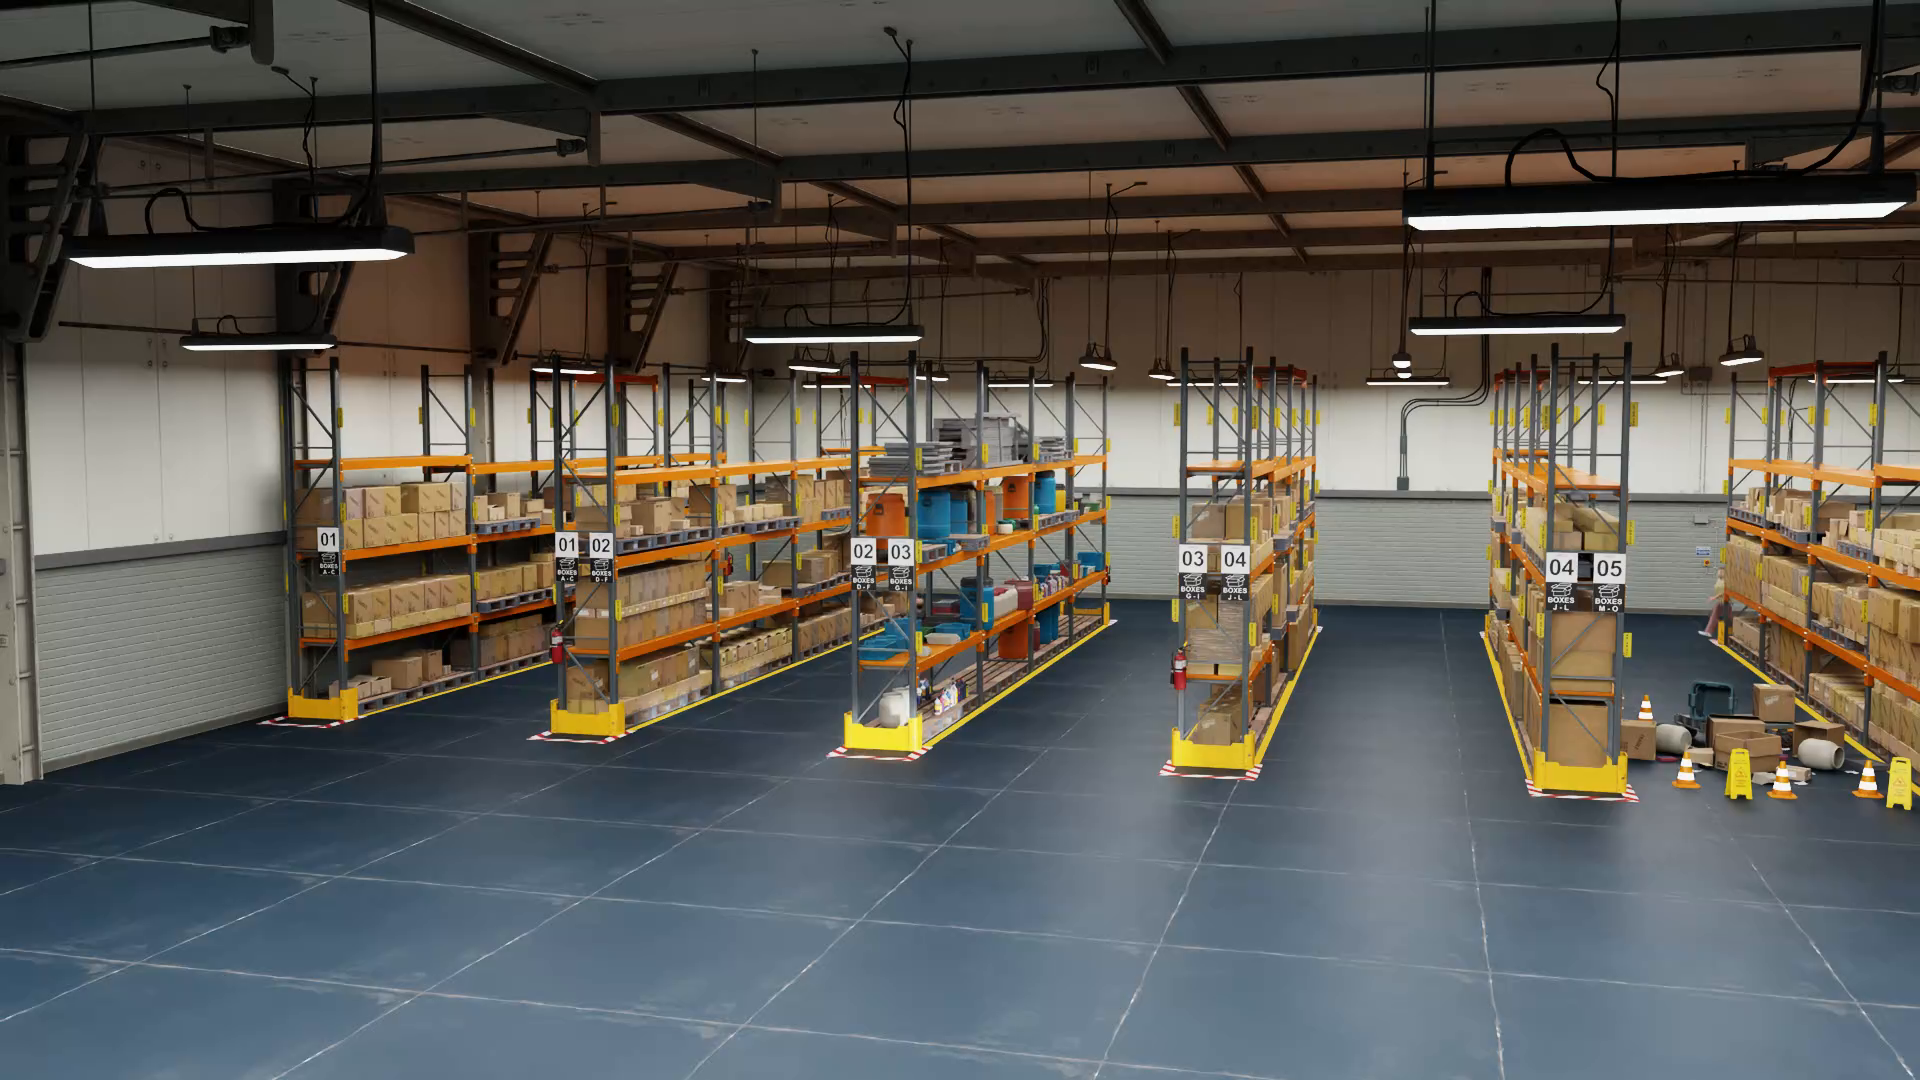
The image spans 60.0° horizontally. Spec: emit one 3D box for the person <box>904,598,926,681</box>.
[{"bbox_3d":[-0.784,1.931,30.170,0.628,1.760,0.393,-1,4,-14],"label":"person"}]

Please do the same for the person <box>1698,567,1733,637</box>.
[{"bbox_3d":[17.382,1.417,37.940,1.032,1.607,0.641,1,4,11],"label":"person"}]
